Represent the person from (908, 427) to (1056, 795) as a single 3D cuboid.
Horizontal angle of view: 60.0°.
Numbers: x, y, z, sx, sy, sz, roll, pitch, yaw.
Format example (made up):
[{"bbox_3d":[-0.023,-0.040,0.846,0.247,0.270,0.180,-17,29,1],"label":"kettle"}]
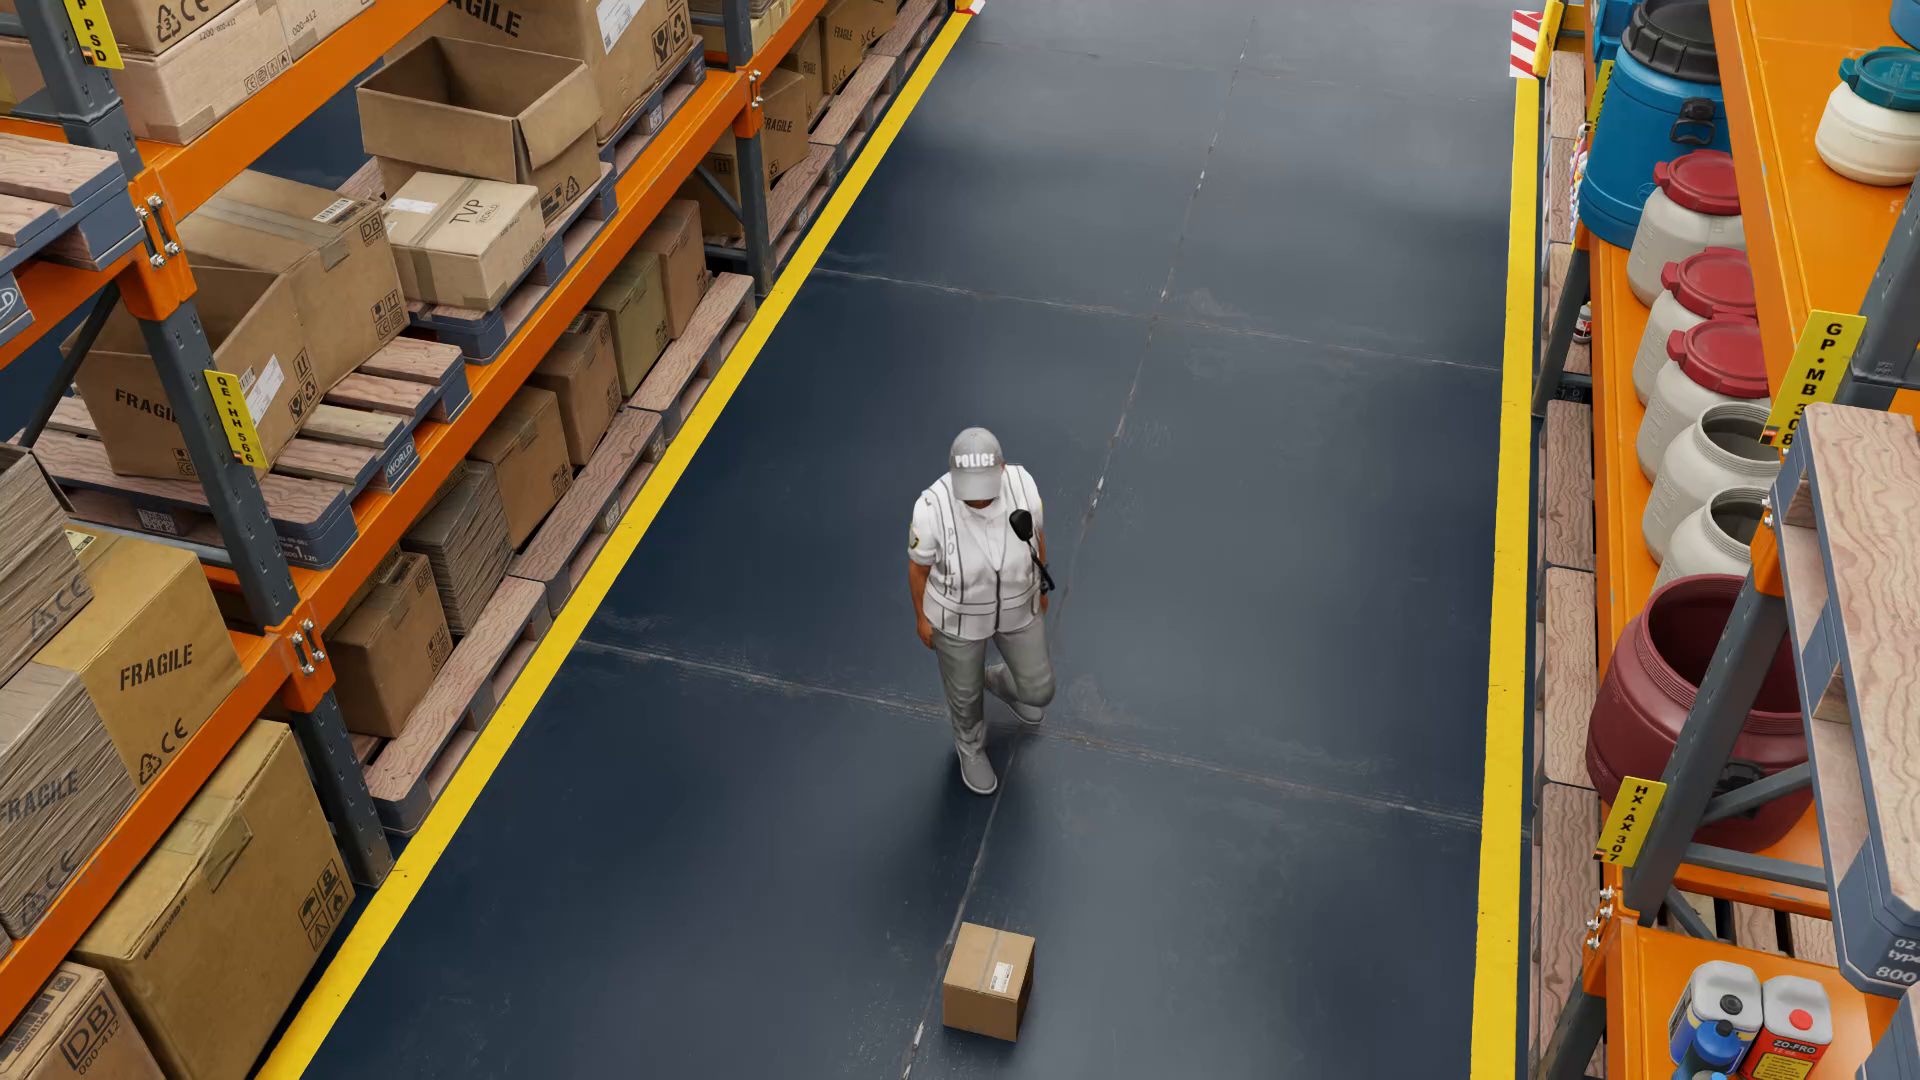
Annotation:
[{"bbox_3d":[0.093,0.220,5.900,0.559,1.660,0.521,-12,43,-13],"label":"person"}]
